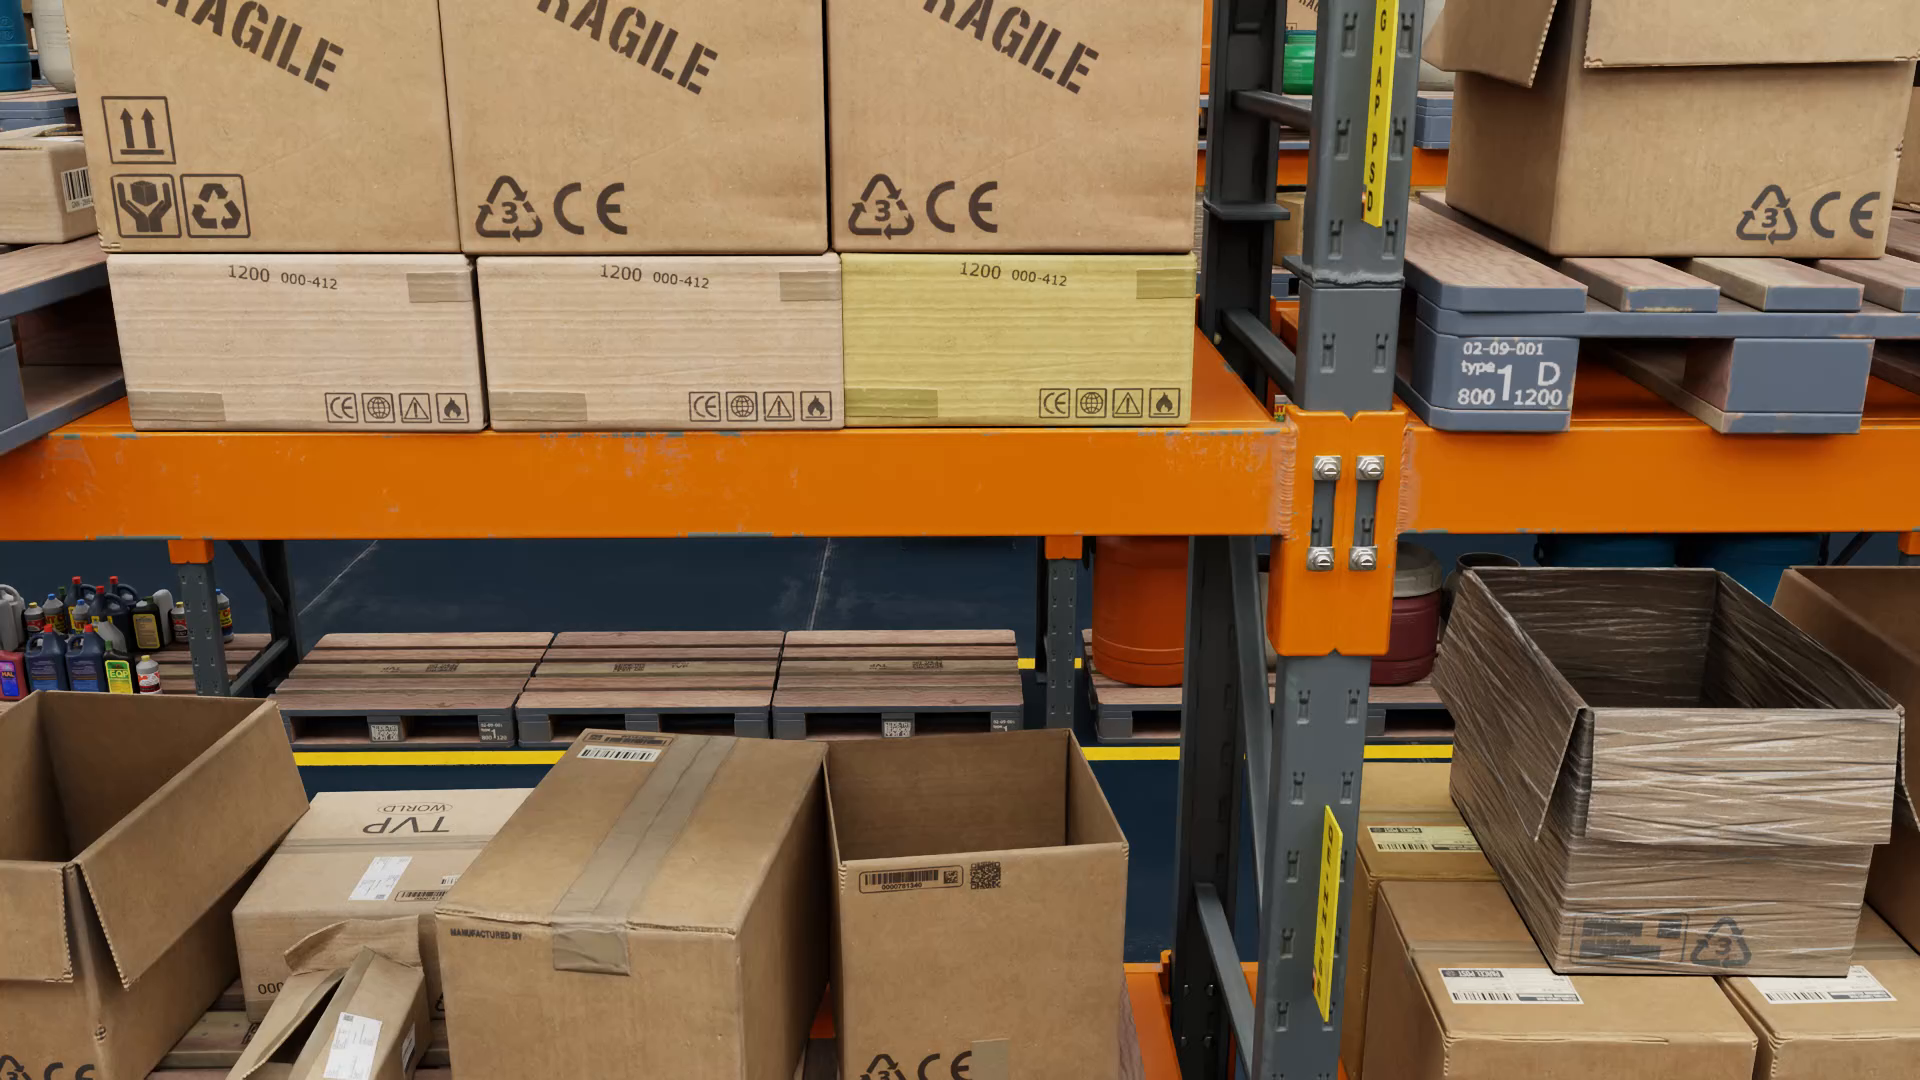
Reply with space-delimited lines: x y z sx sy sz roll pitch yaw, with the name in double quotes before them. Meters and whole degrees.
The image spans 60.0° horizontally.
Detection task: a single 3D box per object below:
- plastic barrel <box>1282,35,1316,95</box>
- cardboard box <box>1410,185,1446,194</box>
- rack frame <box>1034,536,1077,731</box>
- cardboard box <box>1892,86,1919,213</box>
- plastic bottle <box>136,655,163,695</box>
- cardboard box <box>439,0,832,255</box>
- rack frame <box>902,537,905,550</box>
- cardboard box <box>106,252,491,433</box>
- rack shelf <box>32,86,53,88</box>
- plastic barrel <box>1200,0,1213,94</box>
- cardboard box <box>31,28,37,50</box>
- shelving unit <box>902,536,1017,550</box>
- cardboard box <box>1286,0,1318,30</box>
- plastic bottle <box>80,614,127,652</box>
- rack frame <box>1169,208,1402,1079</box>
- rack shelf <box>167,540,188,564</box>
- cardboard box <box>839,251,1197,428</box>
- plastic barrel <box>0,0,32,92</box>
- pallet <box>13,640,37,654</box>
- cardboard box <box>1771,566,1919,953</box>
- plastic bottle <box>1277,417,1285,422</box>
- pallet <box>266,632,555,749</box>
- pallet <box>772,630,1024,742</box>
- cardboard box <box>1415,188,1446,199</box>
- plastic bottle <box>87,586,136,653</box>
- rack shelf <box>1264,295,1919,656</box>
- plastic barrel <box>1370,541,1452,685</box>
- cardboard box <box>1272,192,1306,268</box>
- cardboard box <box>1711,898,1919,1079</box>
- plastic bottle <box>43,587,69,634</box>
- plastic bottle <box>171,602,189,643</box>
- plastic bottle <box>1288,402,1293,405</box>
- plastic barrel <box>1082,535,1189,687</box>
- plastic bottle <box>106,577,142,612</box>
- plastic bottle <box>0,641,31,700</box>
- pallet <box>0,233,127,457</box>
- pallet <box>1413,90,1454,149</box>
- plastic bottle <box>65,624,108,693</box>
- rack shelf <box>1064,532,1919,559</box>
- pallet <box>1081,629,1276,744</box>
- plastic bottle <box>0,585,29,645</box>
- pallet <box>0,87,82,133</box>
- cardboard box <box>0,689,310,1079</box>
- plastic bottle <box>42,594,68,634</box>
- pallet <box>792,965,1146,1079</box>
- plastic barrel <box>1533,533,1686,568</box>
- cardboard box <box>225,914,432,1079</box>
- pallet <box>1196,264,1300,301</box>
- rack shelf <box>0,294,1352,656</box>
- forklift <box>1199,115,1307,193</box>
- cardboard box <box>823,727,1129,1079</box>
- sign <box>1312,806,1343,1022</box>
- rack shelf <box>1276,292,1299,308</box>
"plastic barrel" 1.533 -2.077 7.266 0.294 0.245 0.294 0 18 0
"cardboard box" 4.856 -3.773 17.407 0.700 0.700 0.980 0 18 0
"rack frame" 0.470 -0.587 7.968 0.127 3.000 1.000 0 18 -1
"cardboard box" 2.019 -0.807 2.889 0.500 0.500 0.500 1 18 2
"plastic bottle" -3.887 0.652 7.966 0.097 0.201 0.097 0 18 0
"cardboard box" -0.437 -0.704 2.439 0.500 0.500 0.500 0 18 -1
"rack frame" -0.373 -0.712 10.813 0.023 1.500 0.400 0 18 -1
"cardboard box" -0.921 -0.346 2.551 0.500 0.250 0.500 0 18 1
"rack shelf" -5.604 -3.157 12.246 4.000 0.370 1.077 0 18 -1
"plastic barrel" 1.038 -2.422 7.386 0.708 0.830 0.600 0 18 -1
"cardboard box" -6.424 -3.589 11.908 0.250 0.149 0.380 0 18 -1
"shelving unit" -0.007 -0.714 10.818 0.755 1.500 0.431 0 18 -1
"cardboard box" 2.557 -3.856 12.231 0.600 0.600 0.600 -1 18 -3
"plastic bottle" -4.171 0.531 8.098 0.185 0.351 0.144 0 18 -1
"rack frame" 0.548 0.925 3.252 0.127 3.000 1.000 0 18 -1
"rack shelf" -5.529 -0.216 7.988 4.000 0.370 1.077 0 18 -1
"cardboard box" 0.077 -0.354 2.576 0.500 0.250 0.500 0 18 -1
"plastic barrel" -4.526 -2.463 7.396 0.708 0.901 0.600 0 18 -1
"pallet" -5.424 0.757 8.342 1.213 0.211 1.003 0 18 -1
"cardboard box" 1.931 0.399 3.087 0.637 0.503 0.797 0 18 0
"plastic bottle" 1.505 -0.424 7.650 0.133 0.283 0.061 0 18 -1
"pallet" -2.745 0.744 8.383 1.213 0.211 1.003 0 18 -1
"pallet" -0.305 0.732 8.419 1.213 0.211 1.003 0 18 -1
"cardboard box" 3.918 -2.433 12.871 0.500 0.500 0.700 -6 19 -19
"plastic bottle" -4.341 0.405 8.491 0.185 0.351 0.144 0 18 -1
"rack shelf" 2.548 -0.170 2.934 4.000 0.370 1.077 0 18 -1
"plastic barrel" 2.088 0.348 8.313 0.708 0.588 0.600 0 18 -1
"cardboard box" 2.630 -2.340 12.579 0.500 0.500 0.700 -5 18 -15
"cardboard box" 1.554 0.955 2.995 0.500 0.500 0.500 -1 18 -2
"plastic bottle" -4.698 0.382 8.673 0.133 0.283 0.061 1 18 2
"plastic bottle" -4.058 0.424 8.678 0.097 0.201 0.097 0 18 0
"plastic bottle" 1.701 -0.623 8.406 0.097 0.201 0.097 0 18 0
"plastic barrel" 0.959 0.238 8.259 0.708 0.830 0.600 0 18 -1
"plastic bottle" -4.343 0.361 8.628 0.185 0.351 0.144 0 18 1
"plastic bottle" -4.523 0.621 7.926 0.133 0.283 0.061 1 18 3
"pallet" -1.795 -0.371 2.689 1.003 0.211 1.213 0 18 -1
"pallet" 2.553 -1.905 7.474 1.213 0.211 1.003 0 18 -1
"plastic bottle" -4.169 0.575 7.961 0.185 0.351 0.144 -1 18 -2
"rack shelf" 2.470 -0.254 8.108 4.000 0.370 1.077 0 18 -1
"pallet" 1.258 0.724 8.445 1.213 0.211 1.003 0 18 -1
"plastic bottle" -4.957 0.364 8.619 0.185 0.351 0.144 0 18 -1
"pallet" -4.249 -1.873 7.375 1.003 0.211 1.213 0 18 -1
"cardboard box" -1.719 0.659 3.226 0.637 0.503 0.797 2 18 5
"plastic bottle" -4.678 0.412 8.600 0.097 0.271 0.097 0 18 0
"pallet" -0.163 1.053 3.169 1.003 0.211 1.213 0 18 -1
"plastic barrel" 3.217 0.193 8.282 0.708 0.901 0.600 0 18 -1
"cardboard box" -1.115 0.880 2.927 0.258 0.266 0.396 -1 18 -2
"pallet" 2.340 -2.020 12.747 1.213 0.211 1.003 0 18 -1
"rack shelf" -1.451 -0.151 2.874 4.000 0.370 1.077 0 18 -1
"forklift" 2.446 -2.783 14.924 3.031 2.935 1.130 -1 18 -2
"cardboard box" 0.009 0.693 3.127 0.500 0.500 0.500 -2 18 -8
"sign" 0.566 0.577 2.571 0.005 0.325 0.100 0 18 -1
"rack shelf" 2.395 -1.767 12.824 4.000 0.370 1.077 0 18 -1
